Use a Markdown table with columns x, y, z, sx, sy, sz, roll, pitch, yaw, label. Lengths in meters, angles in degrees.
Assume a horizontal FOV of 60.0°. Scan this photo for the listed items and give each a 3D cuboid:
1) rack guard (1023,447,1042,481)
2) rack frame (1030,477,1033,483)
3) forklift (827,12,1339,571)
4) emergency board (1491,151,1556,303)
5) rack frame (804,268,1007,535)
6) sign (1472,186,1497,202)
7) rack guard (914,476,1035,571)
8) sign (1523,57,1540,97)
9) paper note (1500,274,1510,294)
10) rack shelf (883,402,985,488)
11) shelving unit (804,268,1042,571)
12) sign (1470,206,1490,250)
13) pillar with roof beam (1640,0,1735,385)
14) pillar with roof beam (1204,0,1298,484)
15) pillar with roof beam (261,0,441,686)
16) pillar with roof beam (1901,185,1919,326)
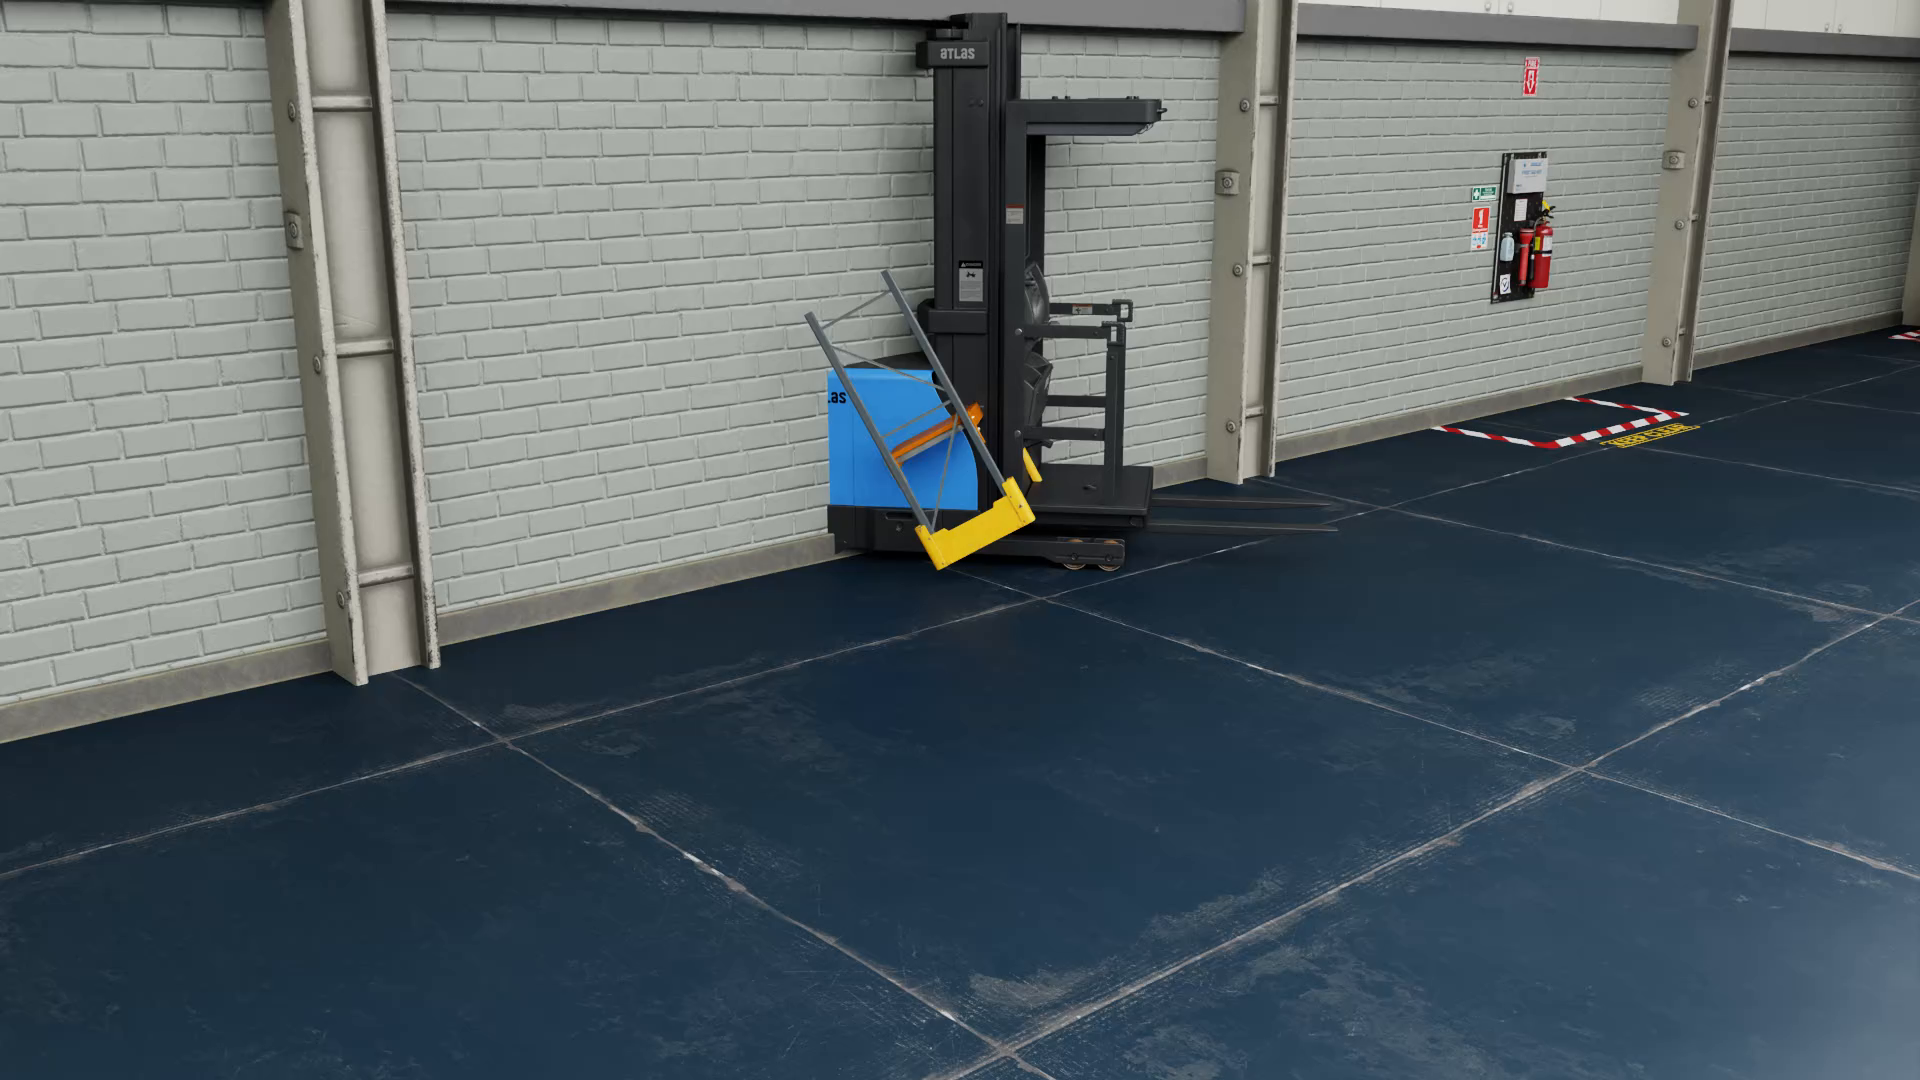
| x | y | z | sx | sy | sz | roll | pitch | yaw | label |
| --- | --- | --- | --- | --- | --- | --- | --- | --- | --- |
| 0.177 | -0.293 | 9.702 | 0.587 | 0.250 | 0.087 | -27 | 8 | 11 | rack guard |
| -0.123 | -0.835 | 9.618 | 0.500 | 1.500 | 0.032 | -27 | 8 | 11 | rack frame |
| 0.617 | -1.393 | 9.285 | 3.031 | 2.935 | 1.130 | 2 | 15 | 8 | forklift |
| 4.547 | -2.490 | 13.261 | 0.643 | 1.169 | 0.194 | -13 | 19 | -39 | emergency board |
| -0.224 | -0.623 | 8.629 | 0.500 | 1.500 | 0.032 | -27 | 8 | 11 | rack frame |
| 4.071 | -2.689 | 12.909 | 0.331 | 0.109 | 0.001 | -13 | 19 | -39 | sign |
| 0.078 | -0.086 | 8.733 | 0.587 | 0.250 | 0.087 | -27 | 8 | 11 | rack guard |
| 4.475 | -3.628 | 13.029 | 0.199 | 0.298 | 0.001 | -13 | 19 | -39 | sign |
| 4.368 | -2.048 | 13.313 | 0.142 | 0.148 | 0.016 | -13 | 19 | -39 | paper note |
| -0.087 | -0.573 | 9.148 | 0.538 | 0.185 | 1.000 | -27 | 8 | 11 | rack shelf |
| -0.173 | -0.731 | 9.132 | 0.587 | 1.500 | 1.083 | -27 | 8 | 11 | shelving unit |
| 4.062 | -2.434 | 12.981 | 0.234 | 0.329 | 0.001 | -13 | 19 | -39 | sign |
| 9.262 | -4.962 | 10.889 | 0.400 | 9.000 | 9.100 | -13 | 19 | -39 | pillar with roof beam |
| 4.736 | -3.945 | 7.083 | 0.400 | 9.000 | 9.100 | -13 | 19 | -39 | pillar with roof beam |
| 0.209 | -2.929 | 3.278 | 0.400 | 9.000 | 9.100 | -13 | 19 | -39 | pillar with roof beam |
| 13.788 | -5.978 | 14.694 | 0.400 | 9.000 | 9.100 | -13 | 19 | -39 | pillar with roof beam |
